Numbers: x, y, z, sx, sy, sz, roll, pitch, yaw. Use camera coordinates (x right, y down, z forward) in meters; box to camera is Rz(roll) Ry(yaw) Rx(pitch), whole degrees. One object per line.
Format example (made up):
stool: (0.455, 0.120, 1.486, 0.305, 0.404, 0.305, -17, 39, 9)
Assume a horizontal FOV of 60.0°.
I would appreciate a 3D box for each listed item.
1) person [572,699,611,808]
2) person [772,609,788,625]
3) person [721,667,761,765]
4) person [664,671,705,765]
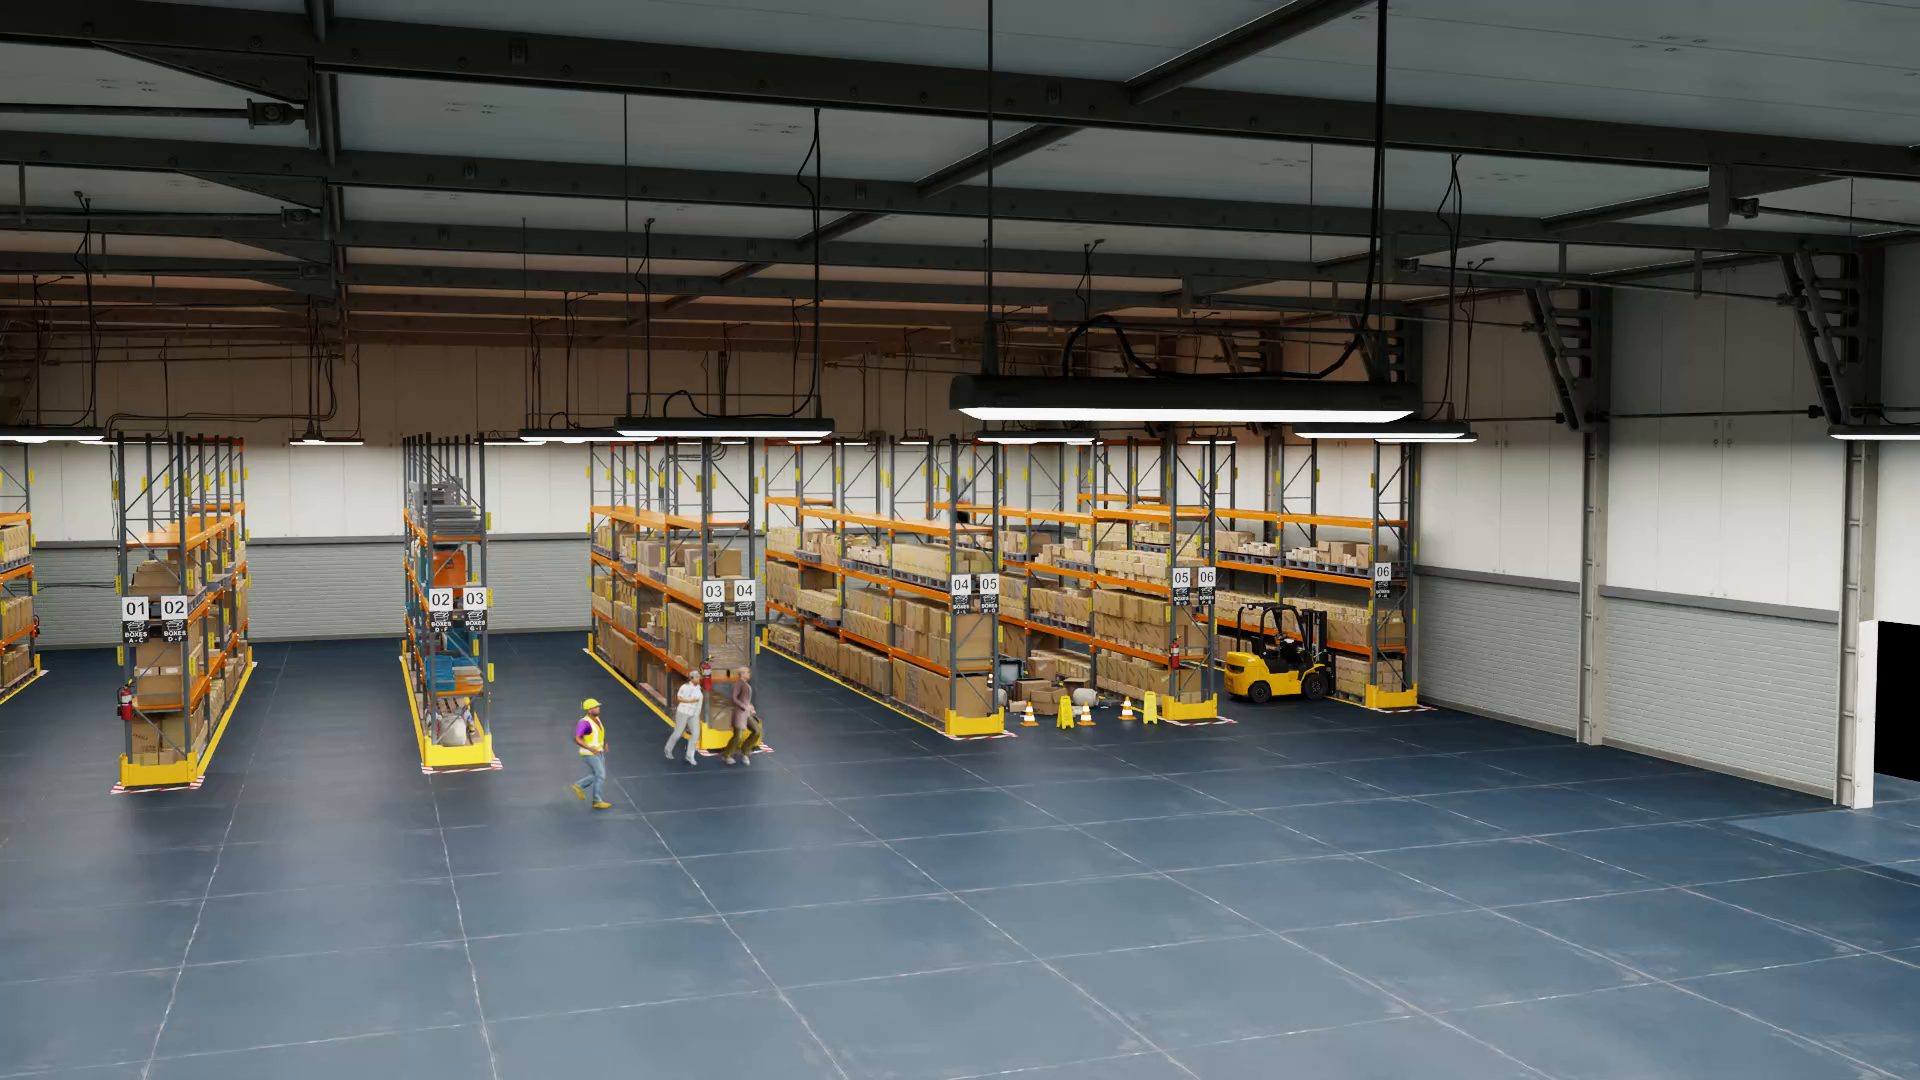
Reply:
person: (-5.884, 3.386, 26.400, 0.676, 1.733, 0.711, 1, 3, 9)
person: (-5.333, 2.122, 49.749, 0.540, 1.551, 0.597, 1, 3, 18)
person: (-3.945, 3.183, 30.162, 0.692, 1.764, 0.767, 1, 3, 22)
person: (-4.951, 3.219, 30.415, 0.840, 1.668, 0.640, 3, 4, 44)
